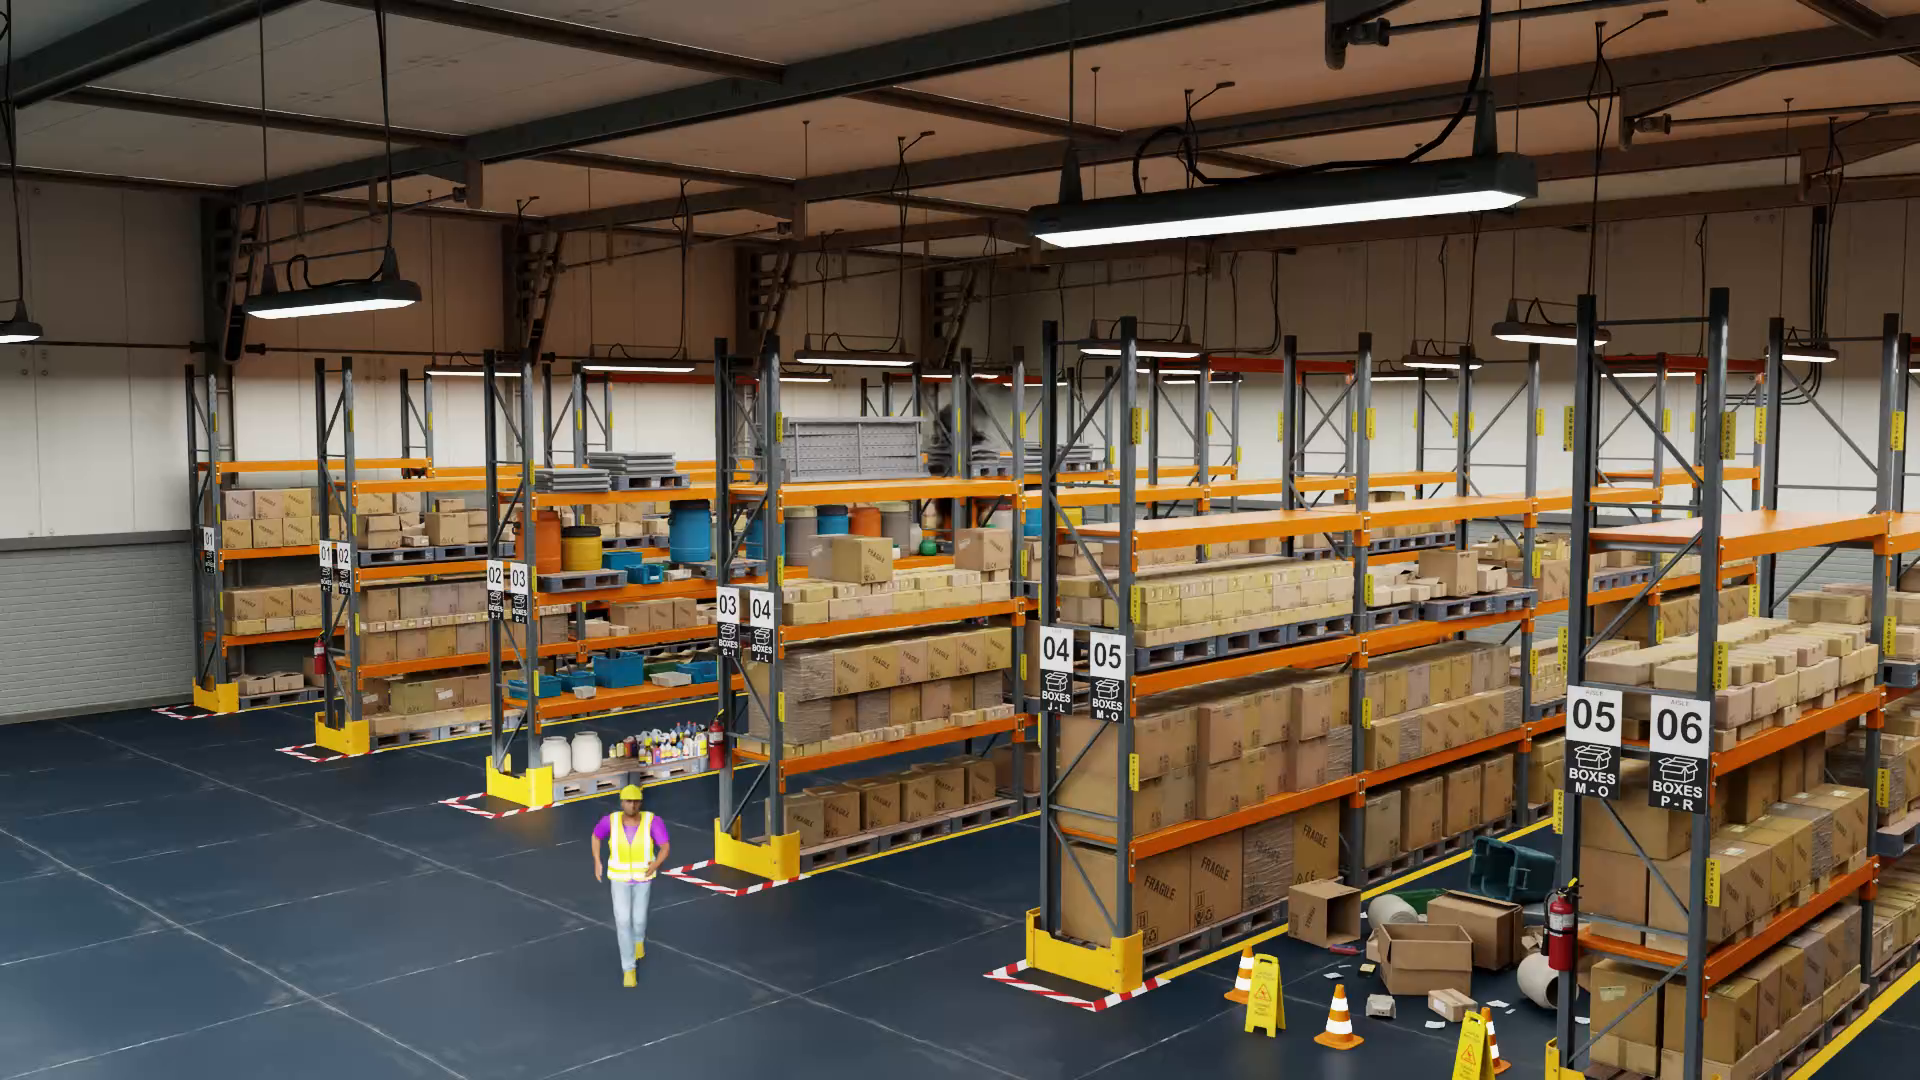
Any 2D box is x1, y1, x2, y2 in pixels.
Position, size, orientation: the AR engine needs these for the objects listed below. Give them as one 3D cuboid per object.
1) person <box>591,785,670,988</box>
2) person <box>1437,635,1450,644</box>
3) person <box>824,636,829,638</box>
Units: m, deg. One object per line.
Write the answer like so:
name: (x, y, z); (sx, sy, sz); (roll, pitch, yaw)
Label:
person: (-3.024, 3.141, 15.317); (0.711, 1.827, 0.879); (-1, 4, -13)
person: (7.845, 2.320, 26.993); (0.530, 1.554, 0.512); (-4, 6, -41)
person: (-2.548, 1.940, 27.981); (0.621, 1.653, 0.518); (4, 6, 41)
